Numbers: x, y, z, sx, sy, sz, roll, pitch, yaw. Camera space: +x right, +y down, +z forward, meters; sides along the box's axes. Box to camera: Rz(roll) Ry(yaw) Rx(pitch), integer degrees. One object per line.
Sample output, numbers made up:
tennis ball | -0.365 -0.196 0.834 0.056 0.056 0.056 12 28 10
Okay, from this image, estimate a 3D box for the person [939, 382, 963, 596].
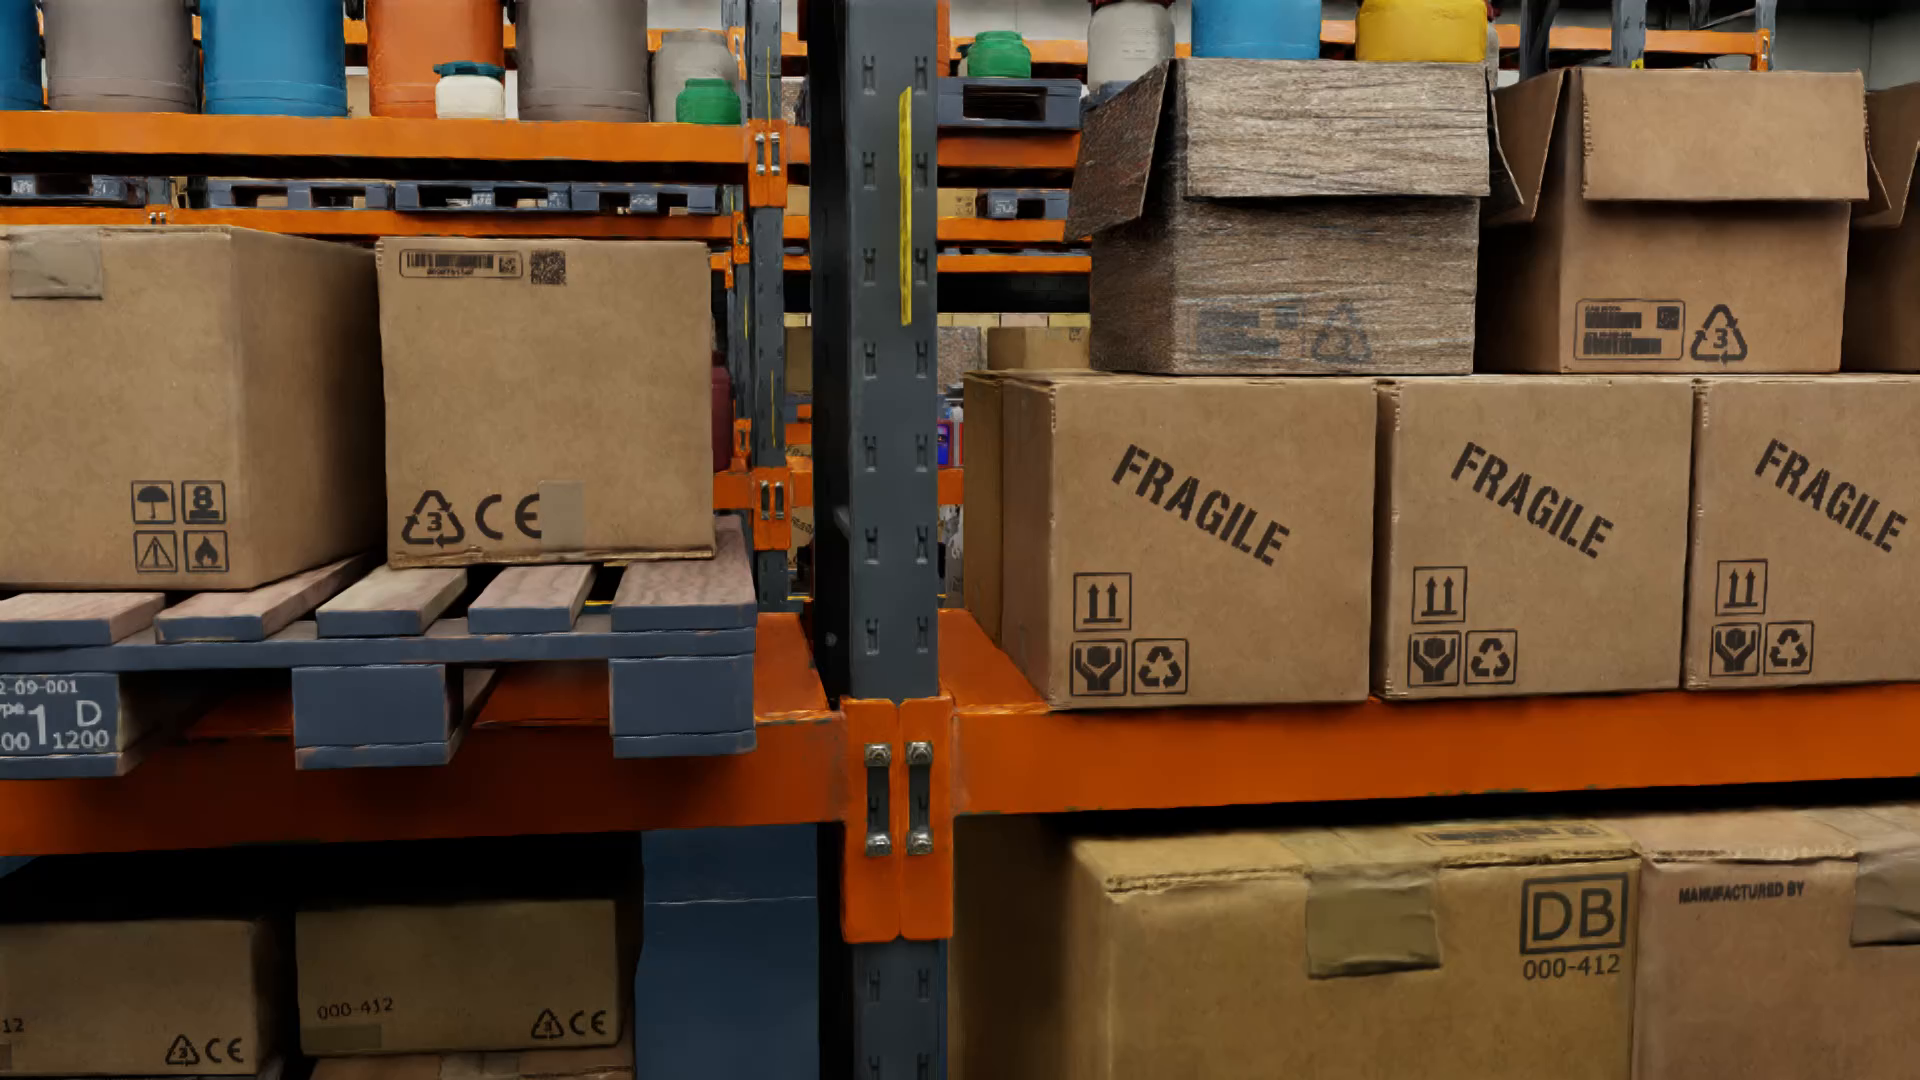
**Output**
person | 0.016 -0.056 9.341 0.328 1.663 0.469 -1 7 -9
